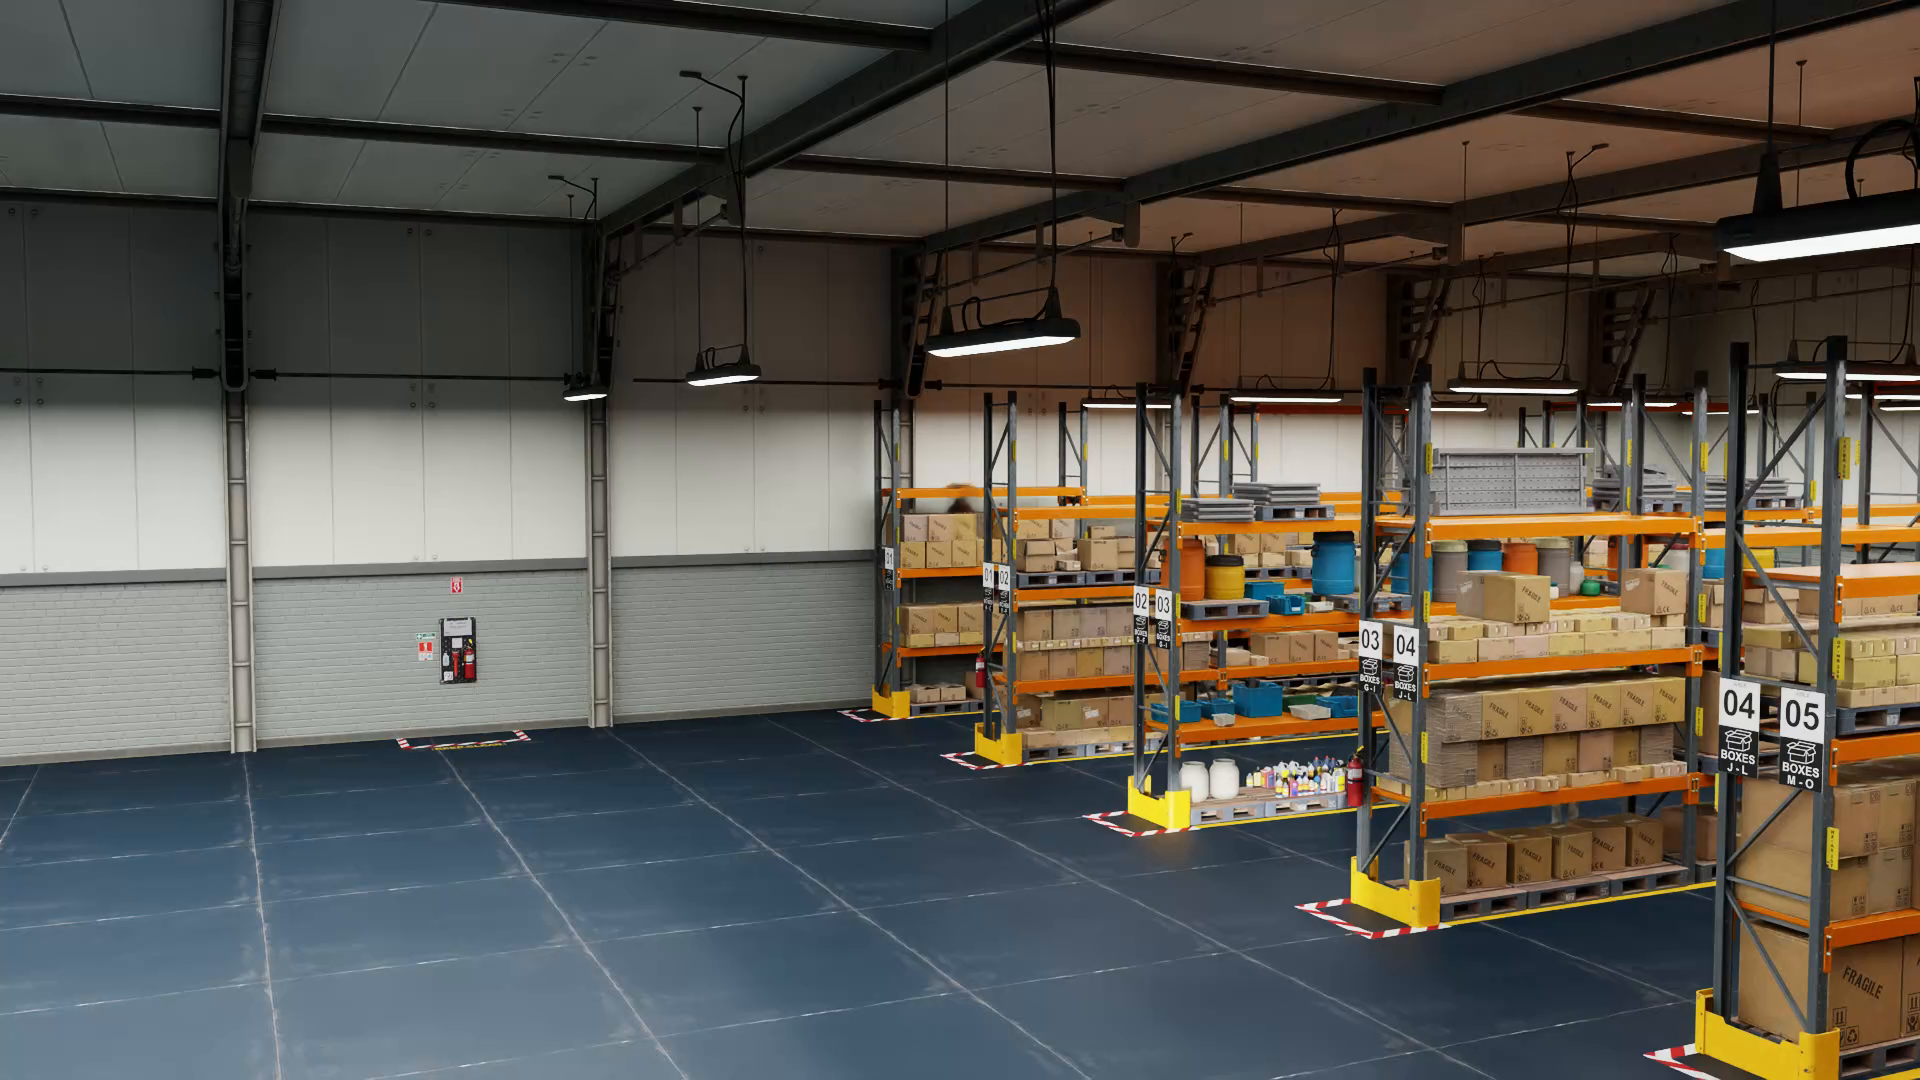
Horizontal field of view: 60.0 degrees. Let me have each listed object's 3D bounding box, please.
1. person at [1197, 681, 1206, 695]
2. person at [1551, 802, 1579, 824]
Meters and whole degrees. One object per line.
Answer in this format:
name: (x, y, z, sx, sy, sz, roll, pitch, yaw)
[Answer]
person: (4.598, 2.522, 32.029, 0.874, 1.537, 0.475, -2, 4, -30)
person: (7.752, 3.081, 21.292, 0.471, 1.685, 0.482, -1, 4, -19)
